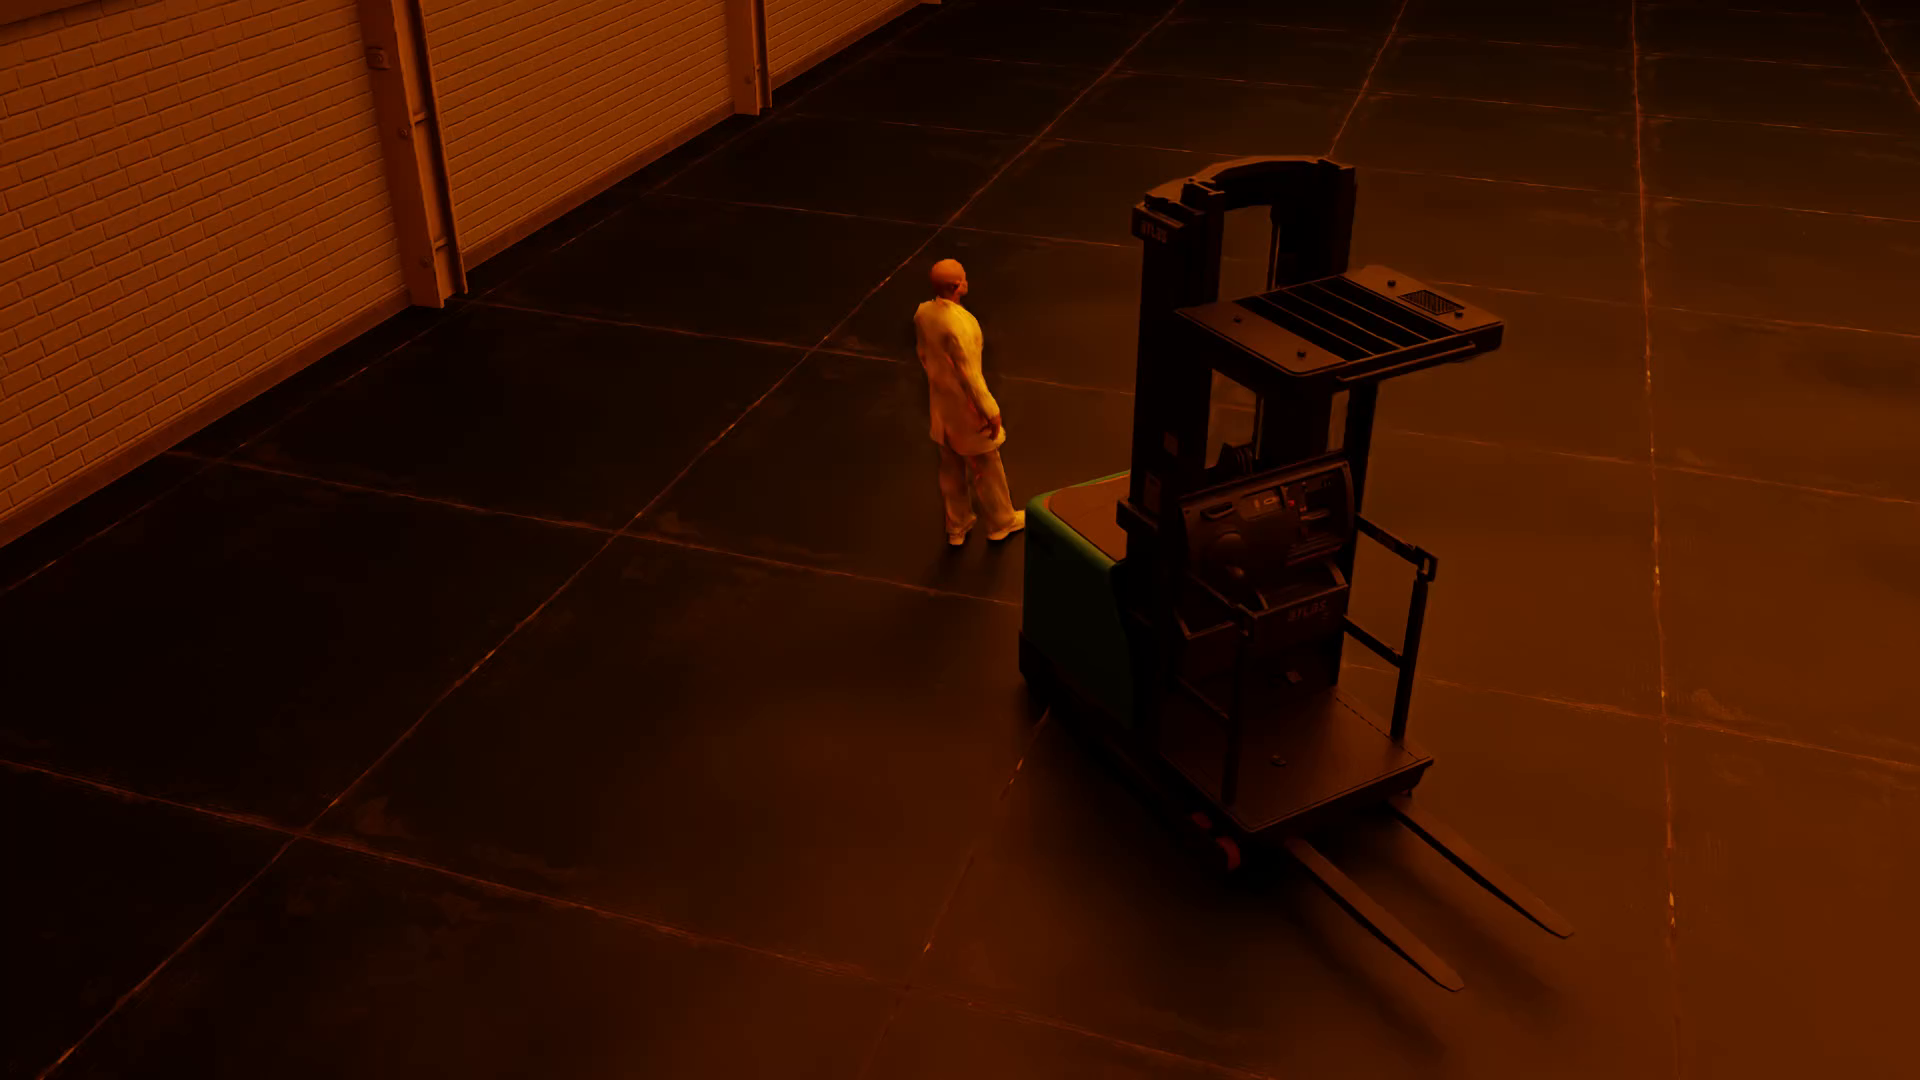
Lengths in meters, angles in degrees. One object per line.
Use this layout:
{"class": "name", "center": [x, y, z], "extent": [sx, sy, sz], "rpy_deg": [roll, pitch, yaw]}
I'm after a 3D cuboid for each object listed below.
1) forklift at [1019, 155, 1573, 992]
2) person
{"class": "forklift", "center": [1.478, -0.037, 7.201], "extent": [1.130, 2.935, 3.031], "rpy_deg": [-16, 33, -26]}
{"class": "person", "center": [0.129, -0.811, 9.712], "extent": [0.672, 1.777, 0.693], "rpy_deg": [-16, 33, -26]}
